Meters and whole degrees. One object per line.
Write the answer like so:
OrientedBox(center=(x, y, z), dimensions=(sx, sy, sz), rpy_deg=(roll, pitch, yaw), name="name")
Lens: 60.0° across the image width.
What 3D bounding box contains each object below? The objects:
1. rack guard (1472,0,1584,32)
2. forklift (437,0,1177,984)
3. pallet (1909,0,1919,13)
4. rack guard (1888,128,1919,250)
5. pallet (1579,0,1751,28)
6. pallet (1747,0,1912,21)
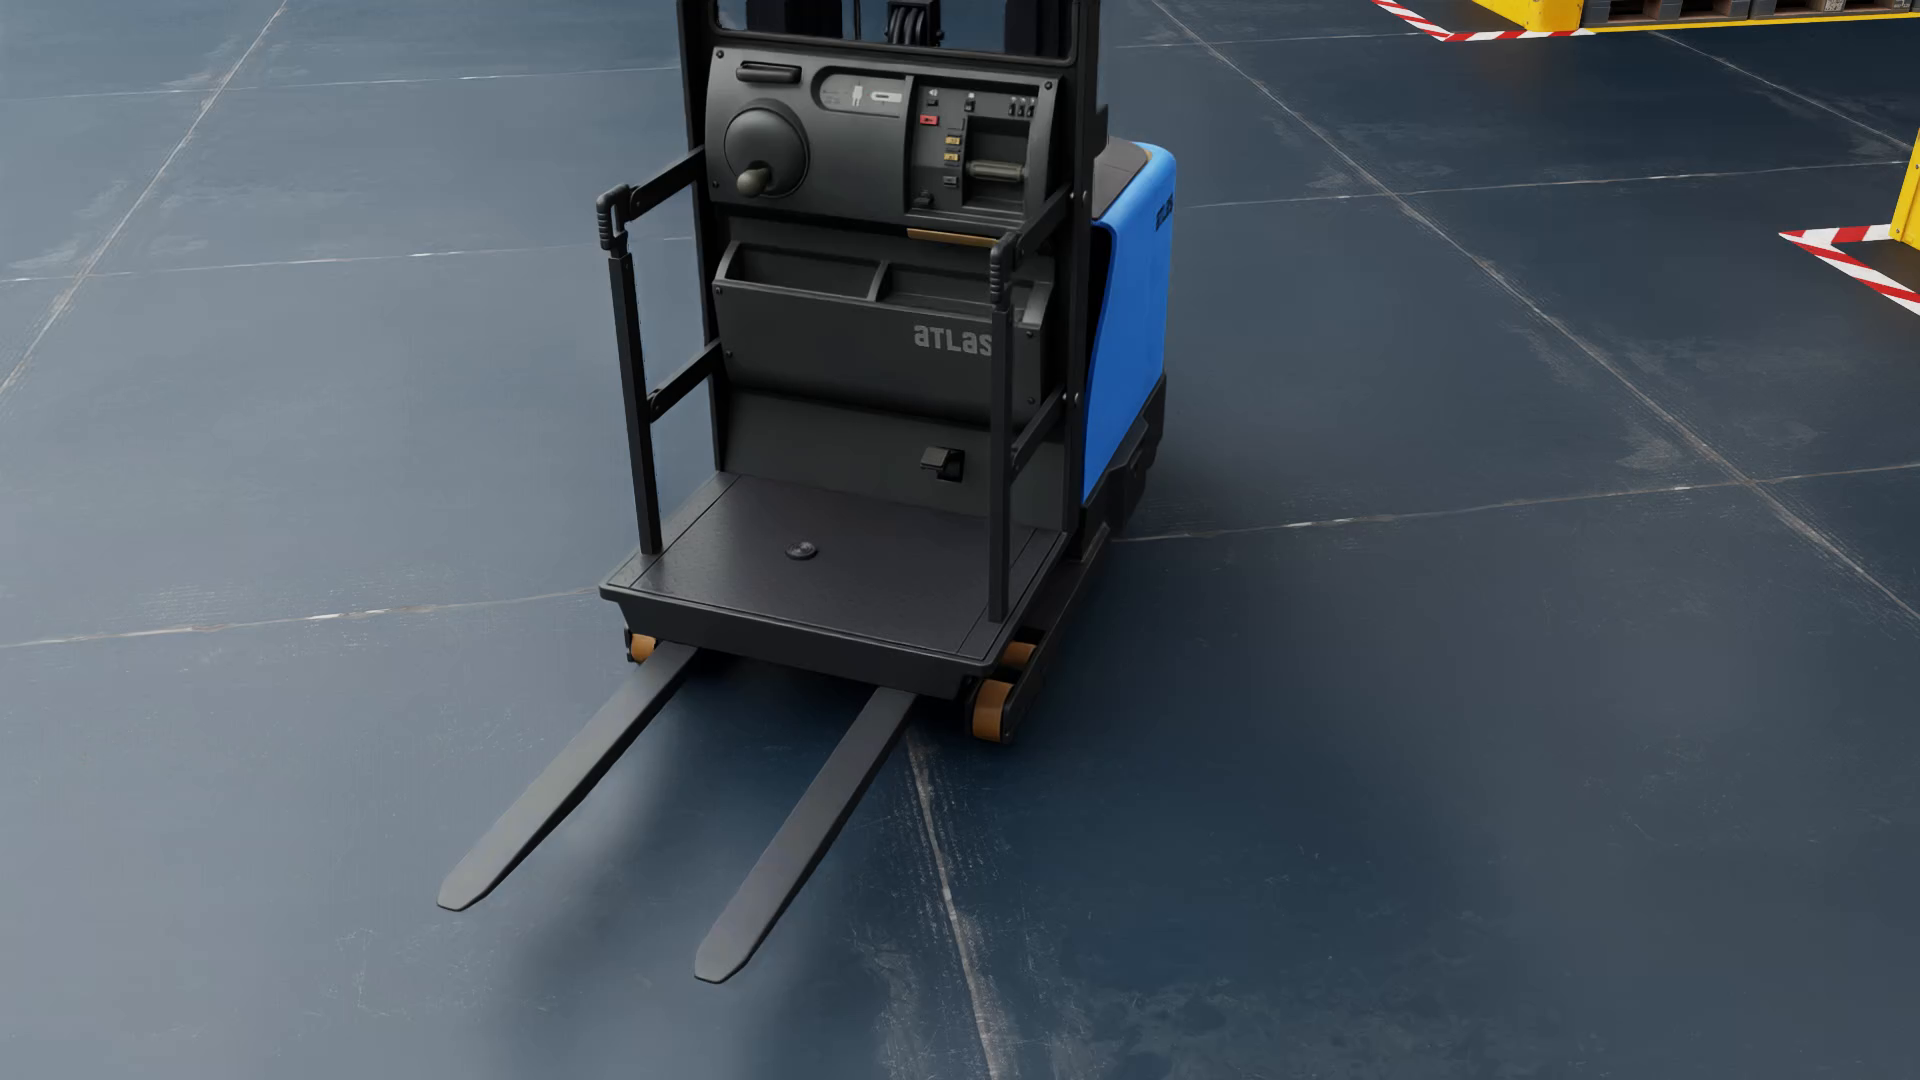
OrientedBox(center=(3.827, -3.849, 11.303), dimensions=(0.348, 0.500, 1.175), rpy_deg=(-5, 31, -9), name="rack guard")
OrientedBox(center=(-0.279, -0.968, 4.005), dimensions=(1.130, 2.935, 3.031), rpy_deg=(10, 32, 17), name="forklift")
OrientedBox(center=(7.033, -4.004, 11.851), dimensions=(1.213, 0.211, 1.003), rpy_deg=(-5, 31, -9), name="pallet")
OrientedBox(center=(4.523, -1.358, 7.066), dimensions=(0.348, 0.500, 1.175), rpy_deg=(-5, 31, -9), name="rack guard")
OrientedBox(center=(4.632, -3.781, 11.472), dimensions=(1.213, 0.211, 1.003), rpy_deg=(-5, 31, -9), name="pallet")
OrientedBox(center=(5.830, -3.891, 11.659), dimensions=(1.213, 0.211, 1.003), rpy_deg=(-5, 31, -9), name="pallet")
